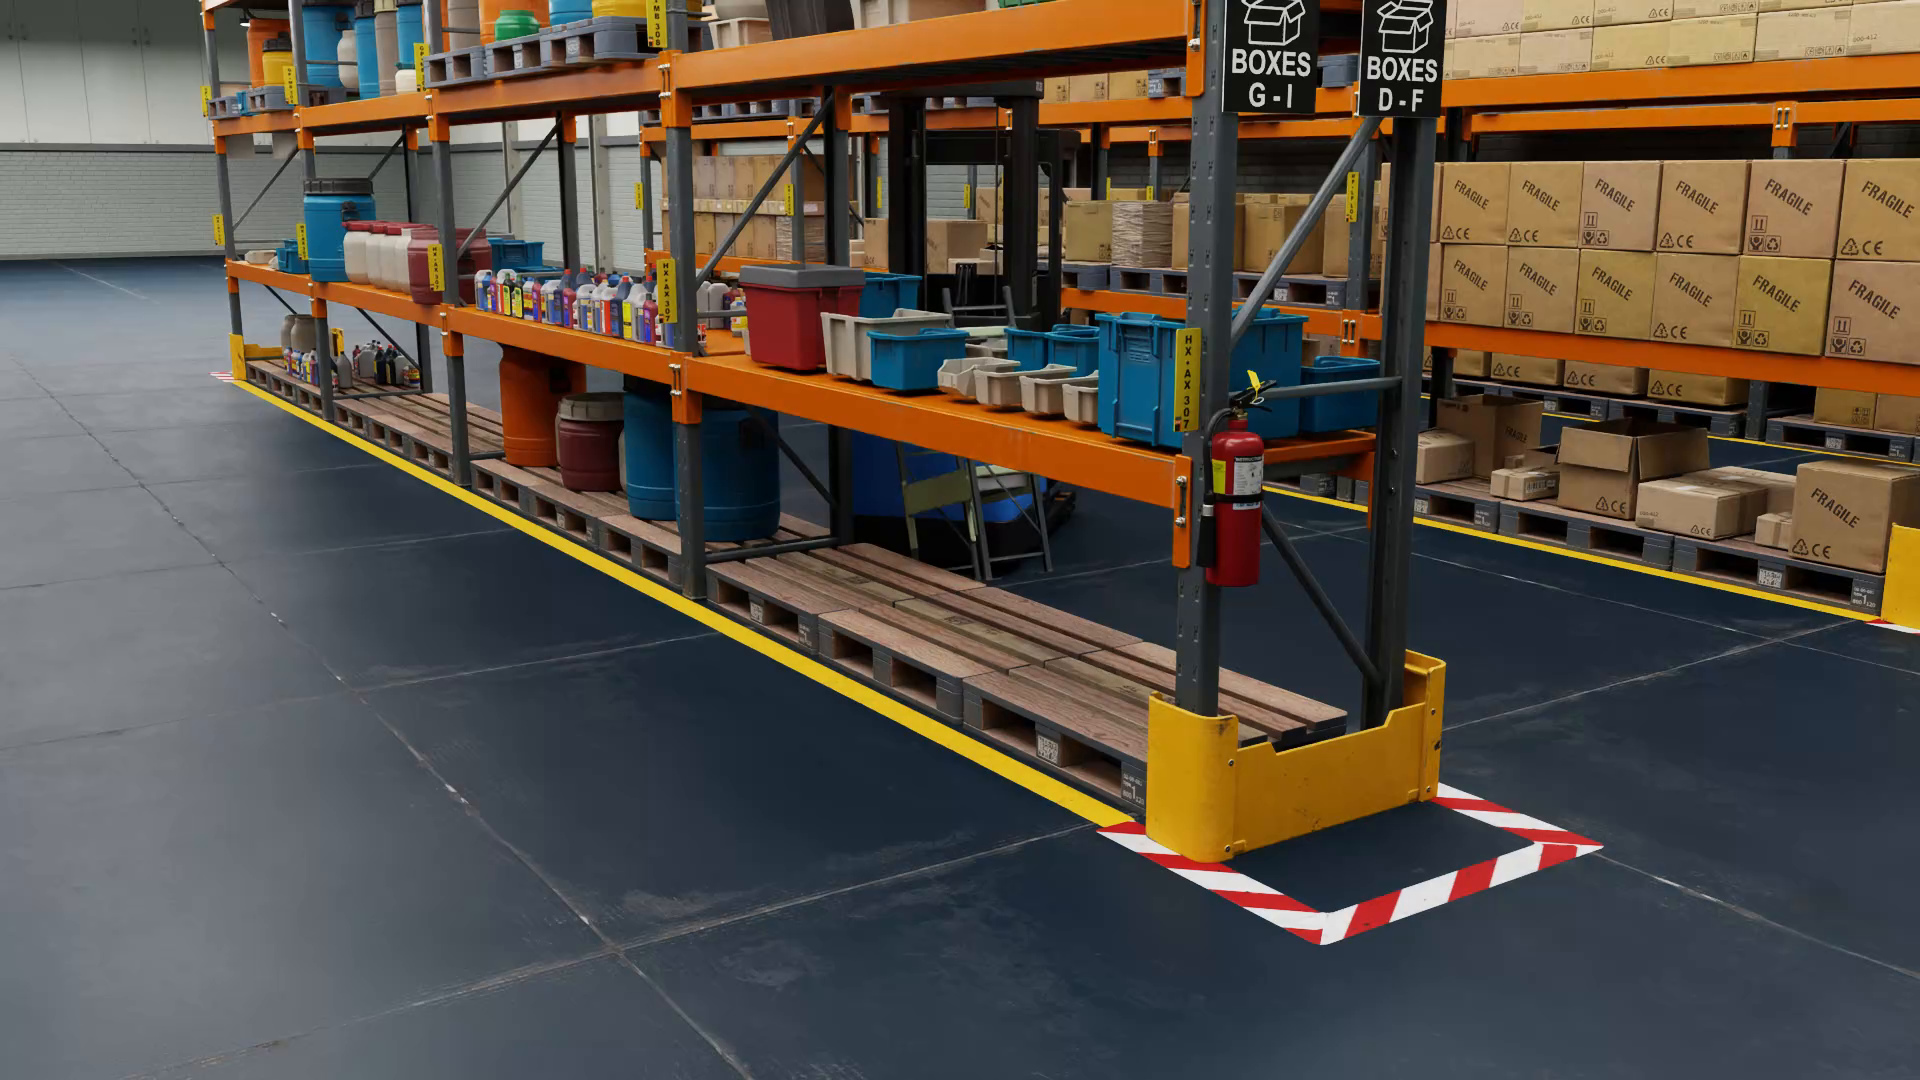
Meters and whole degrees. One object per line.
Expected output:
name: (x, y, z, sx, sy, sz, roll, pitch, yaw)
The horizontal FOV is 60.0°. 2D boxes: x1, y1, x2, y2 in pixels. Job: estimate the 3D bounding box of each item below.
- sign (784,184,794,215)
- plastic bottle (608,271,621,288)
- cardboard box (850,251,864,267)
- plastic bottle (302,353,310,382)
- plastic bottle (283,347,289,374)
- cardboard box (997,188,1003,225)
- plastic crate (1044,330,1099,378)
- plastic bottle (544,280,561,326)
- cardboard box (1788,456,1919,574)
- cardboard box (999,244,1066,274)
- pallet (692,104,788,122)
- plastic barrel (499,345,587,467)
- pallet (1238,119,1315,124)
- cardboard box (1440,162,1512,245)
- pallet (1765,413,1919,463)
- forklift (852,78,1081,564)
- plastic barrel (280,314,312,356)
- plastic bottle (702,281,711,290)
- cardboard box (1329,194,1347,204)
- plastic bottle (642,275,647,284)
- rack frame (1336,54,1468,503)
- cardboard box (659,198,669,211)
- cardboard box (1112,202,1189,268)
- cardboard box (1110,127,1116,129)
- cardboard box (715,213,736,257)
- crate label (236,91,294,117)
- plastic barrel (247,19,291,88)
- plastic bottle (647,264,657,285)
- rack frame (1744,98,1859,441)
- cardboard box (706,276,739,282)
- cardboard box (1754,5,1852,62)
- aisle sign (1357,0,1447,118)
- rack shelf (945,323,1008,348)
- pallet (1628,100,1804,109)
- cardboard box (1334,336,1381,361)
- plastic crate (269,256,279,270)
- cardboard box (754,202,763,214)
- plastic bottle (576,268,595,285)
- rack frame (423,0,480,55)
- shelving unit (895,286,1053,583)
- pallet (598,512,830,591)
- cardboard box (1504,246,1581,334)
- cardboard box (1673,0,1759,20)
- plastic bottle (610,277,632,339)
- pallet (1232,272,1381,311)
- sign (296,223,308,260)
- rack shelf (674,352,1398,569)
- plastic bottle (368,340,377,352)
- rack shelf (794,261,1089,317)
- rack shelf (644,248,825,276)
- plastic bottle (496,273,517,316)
sign: (-1.813, -3.611, 17.641, 0.100, 0.325, 0.005, -8, 15, -33)
plastic bottle: (-2.398, -1.736, 11.579, 0.097, 0.271, 0.097, 0, 12, 0)
cardboard box: (-1.031, -2.911, 17.239, 0.380, 0.149, 0.250, -8, 15, -33)
plastic bottle: (-6.446, -1.715, 16.530, 0.152, 0.276, 0.135, -8, 15, -32)
plastic bottle: (-6.949, -1.864, 17.220, 0.097, 0.271, 0.097, 0, 12, 0)
cardboard box: (0.834, -4.607, 22.957, 0.500, 0.500, 0.500, -8, 15, -33)
plastic crate: (0.579, -0.760, 7.068, 0.416, 0.233, 0.300, -8, 15, -33)
plastic bottle: (-2.522, -1.496, 10.471, 0.152, 0.276, 0.135, -8, 15, -33)
cardboard box: (4.790, -0.143, 8.813, 0.500, 0.500, 0.500, -8, 15, -33)
cardboard box: (0.699, -2.530, 15.120, 0.500, 0.311, 0.500, -7, 14, -29)
pallet: (-2.518, -5.003, 19.404, 1.003, 0.211, 1.213, -8, 15, -33)
plastic barrel: (-2.976, -0.978, 11.911, 0.600, 0.830, 0.708, -8, 15, -33)
pallet: (3.601, -4.869, 19.026, 1.213, 0.211, 1.003, -8, 15, -33)
cardboard box: (3.394, -2.121, 10.465, 0.500, 0.500, 0.500, -9, 15, -35)
pallet: (7.559, -0.873, 13.859, 1.003, 0.211, 1.213, -8, 15, -33)
forklift: (0.152, -1.563, 10.646, 1.130, 2.935, 3.031, 3, 13, 14)
plastic barrel: (-7.265, -2.223, 18.346, 0.421, 0.512, 0.421, 0, 12, 0)
plastic bottle: (-1.626, -1.480, 10.397, 0.152, 0.276, 0.135, -8, 15, -33)
cardboard box: (4.385, -3.533, 18.234, 0.700, 0.500, 0.500, -10, 16, -38)
plastic bottle: (-2.066, -1.587, 10.869, 0.061, 0.283, 0.133, -8, 15, -33)
rack frame: (3.081, -1.793, 11.538, 1.000, 3.000, 0.127, -8, 15, -33)
cardboard box: (-3.530, -4.197, 20.781, 0.380, 0.149, 0.250, -8, 15, -33)
cardboard box: (1.655, -2.474, 13.437, 0.700, 0.500, 0.500, -5, 13, -22)
cardboard box: (2.015, -5.478, 21.090, 0.500, 0.500, 0.500, -10, 16, -37)
cardboard box: (-2.460, -3.616, 19.642, 0.700, 0.500, 0.500, -8, 14, -31)
crate label: (-6.932, -4.362, 16.613, 0.502, 0.251, 0.408, -8, 15, -33)
plastic barrel: (-7.319, -5.150, 17.881, 0.600, 0.830, 0.708, -8, 15, -33)
plastic bottle: (-1.995, -1.636, 10.938, 0.144, 0.351, 0.185, -8, 15, -33)
rack frame: (7.202, -2.380, 14.222, 1.000, 3.000, 0.127, -8, 15, -33)
cardboard box: (-3.023, -3.095, 21.190, 0.500, 0.500, 0.500, -8, 15, -33)
cardboard box: (4.525, -2.624, 8.668, 0.500, 0.250, 0.500, -8, 15, -33)
aisle sign: (1.458, -1.788, 5.431, 0.394, 0.787, 0.004, -8, 15, -33)
rack shelf: (-0.045, -0.901, 8.841, 0.431, 0.370, 0.720, -7, -3, -30)
pallet: (6.653, -3.909, 14.641, 0.805, 0.209, 1.217, -9, 15, -35)
cardboard box: (4.544, -2.207, 18.252, 0.700, 0.500, 0.500, -8, 15, -32)
plastic crate: (-6.588, -2.760, 16.577, 0.530, 0.136, 0.437, -8, 15, -33)
cardboard box: (-2.110, -3.741, 18.696, 0.380, 0.149, 0.250, -8, 15, -33)
plastic bottle: (-2.385, -1.545, 10.523, 0.144, 0.351, 0.185, -8, 15, -33)
rack frame: (-3.261, -4.849, 11.472, 1.000, 3.000, 0.127, -8, 15, -33)
shelving unit: (0.012, -0.516, 8.826, 0.431, 1.500, 0.755, -7, -3, -30)
pallet: (-1.438, 0.013, 9.808, 1.003, 0.211, 1.213, -8, 15, -33)
cardboard box: (3.698, -1.539, 10.142, 0.500, 0.500, 0.500, -8, 15, -33)
cardboard box: (4.249, -2.957, 9.022, 0.500, 0.250, 0.500, -8, 15, -33)
plastic bottle: (-1.929, -1.340, 9.586, 0.144, 0.351, 0.185, -8, 15, -33)
pallet: (2.729, -1.854, 12.267, 1.003, 0.211, 1.213, -8, 15, -33)
sign: (-5.942, -2.702, 15.047, 0.100, 0.325, 0.005, -8, 15, -33)
rack shelf: (0.063, -0.500, 7.310, 1.077, 0.370, 4.000, -8, 15, -33)
plastic bottle: (-6.022, -1.885, 17.133, 0.144, 0.351, 0.185, -7, 14, -30)
rack shelf: (-0.244, -2.508, 16.494, 1.077, 0.370, 4.000, -8, 15, -33)
rack shelf: (-2.460, -3.220, 19.747, 1.077, 0.370, 4.000, -8, 15, -33)
plastic bottle: (-3.034, -1.660, 11.223, 0.152, 0.276, 0.135, -8, 15, -33)
